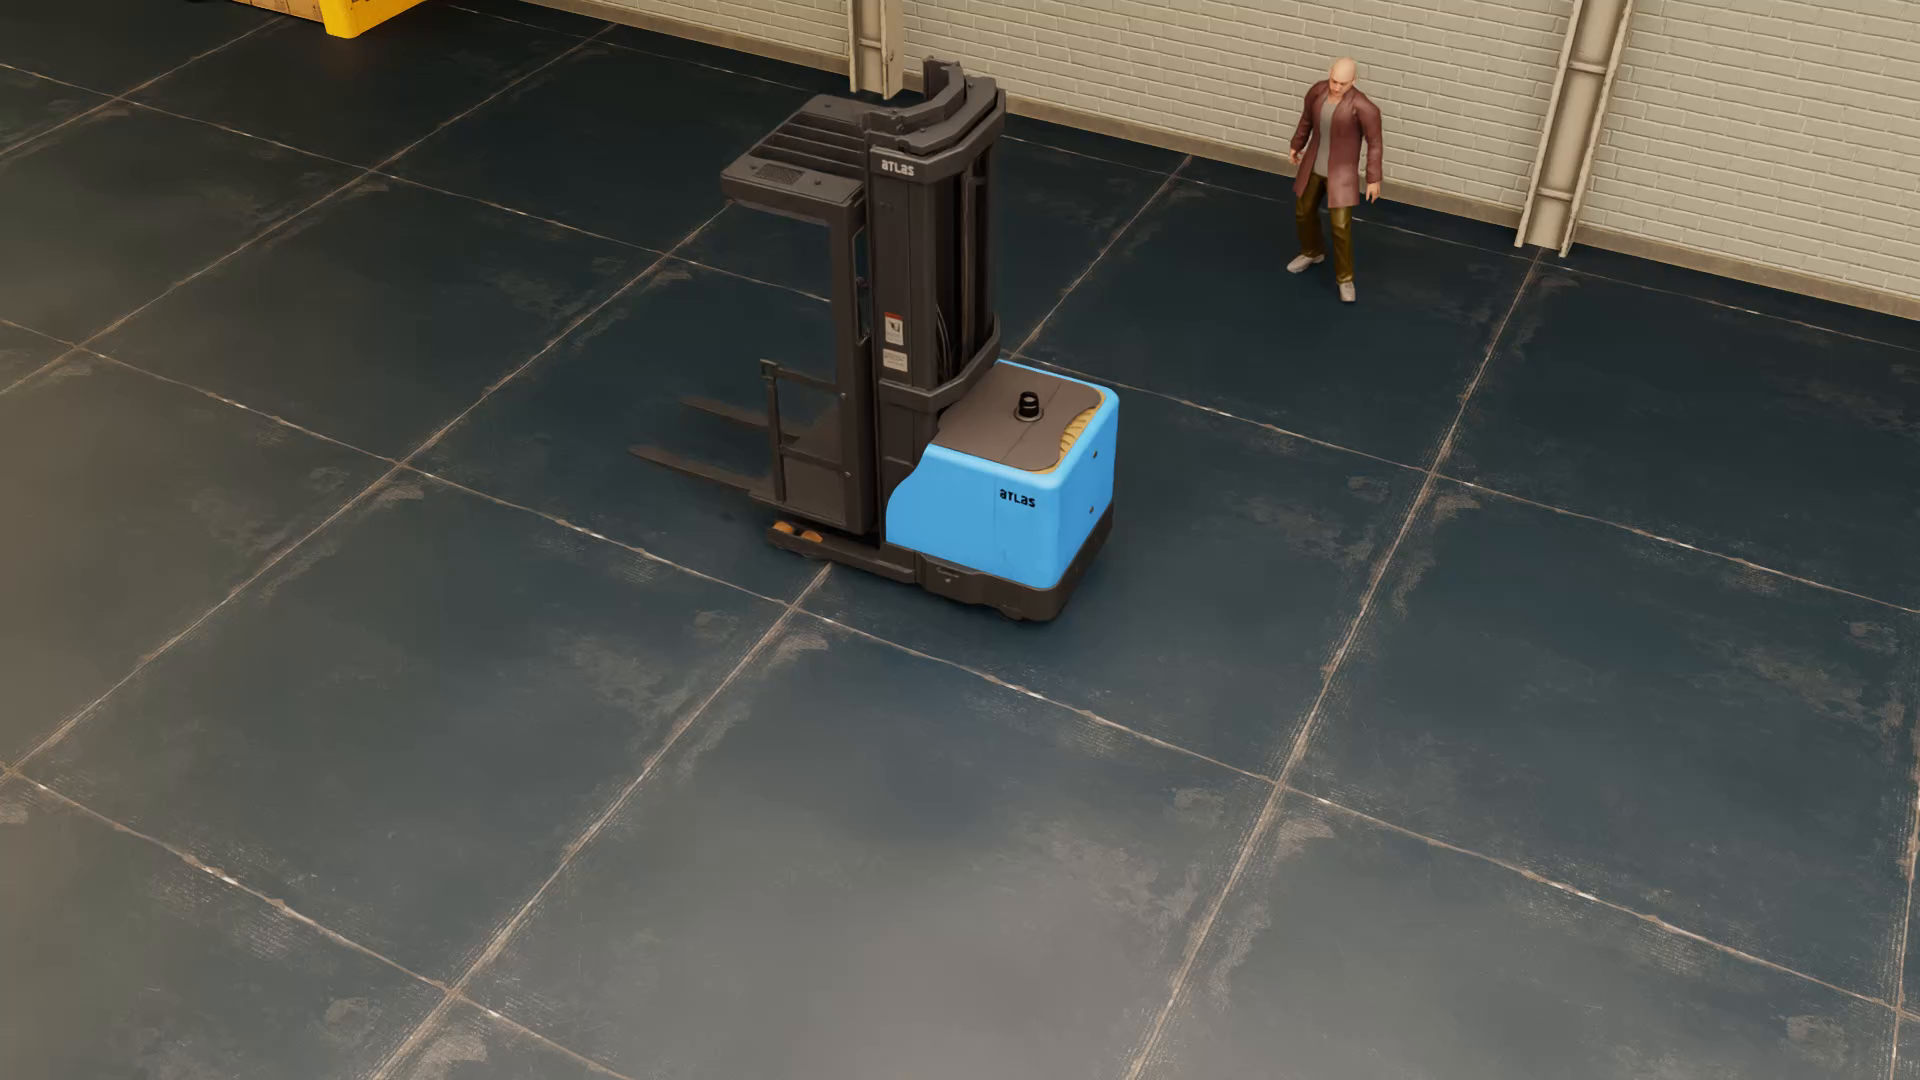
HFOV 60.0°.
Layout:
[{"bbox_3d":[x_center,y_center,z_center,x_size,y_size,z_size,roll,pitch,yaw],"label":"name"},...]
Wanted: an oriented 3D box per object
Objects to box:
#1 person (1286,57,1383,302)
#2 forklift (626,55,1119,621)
[{"bbox_3d":[2.727,-2.697,12.116,0.430,1.748,0.905,-31,49,-32],"label":"person"},{"bbox_3d":[-0.622,-1.300,9.530,3.031,2.935,1.130,17,43,19],"label":"forklift"}]
